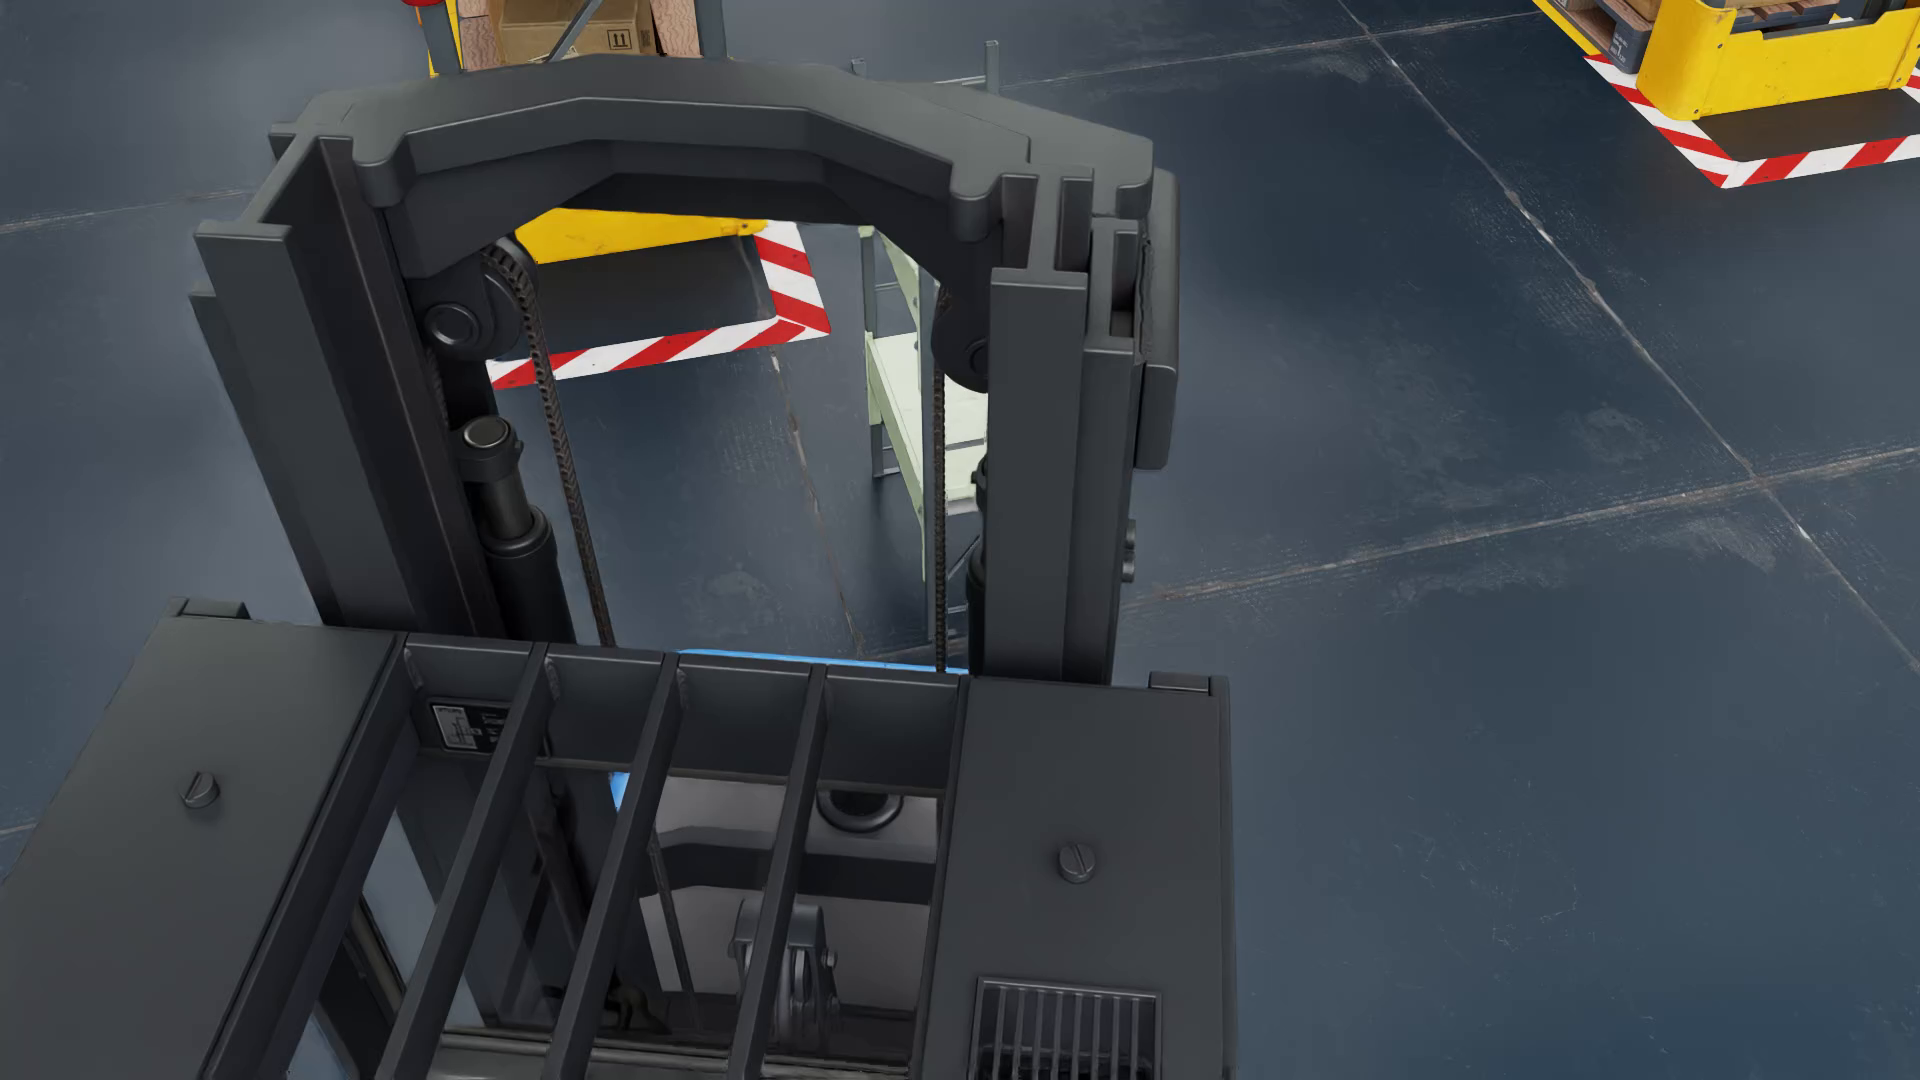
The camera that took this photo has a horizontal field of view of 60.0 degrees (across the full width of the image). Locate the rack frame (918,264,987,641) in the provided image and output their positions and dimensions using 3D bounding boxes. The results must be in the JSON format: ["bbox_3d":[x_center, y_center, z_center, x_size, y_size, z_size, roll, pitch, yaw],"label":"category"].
[{"bbox_3d":[0.095,-0.268,4.462,0.400,1.500,0.023,-11,47,-10],"label":"rack frame"}]

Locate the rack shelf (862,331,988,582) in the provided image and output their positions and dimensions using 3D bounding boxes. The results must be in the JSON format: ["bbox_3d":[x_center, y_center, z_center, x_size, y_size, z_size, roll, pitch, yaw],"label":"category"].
[{"bbox_3d":[0.002,-0.292,4.943,0.431,0.370,0.720,-11,47,-10],"label":"rack shelf"}]

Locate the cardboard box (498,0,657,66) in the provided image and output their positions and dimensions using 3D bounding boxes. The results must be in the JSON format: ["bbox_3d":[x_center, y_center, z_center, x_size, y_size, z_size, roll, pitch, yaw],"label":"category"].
[{"bbox_3d":[-1.467,-1.907,6.475,0.500,0.500,0.500,-3,46,-3],"label":"cardboard box"}]

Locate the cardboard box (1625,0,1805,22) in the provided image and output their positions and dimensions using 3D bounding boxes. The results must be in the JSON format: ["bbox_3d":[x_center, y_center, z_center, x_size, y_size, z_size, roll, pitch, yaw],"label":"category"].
[{"bbox_3d":[3.260,-2.897,7.183,0.875,0.875,0.875,-10,47,-10],"label":"cardboard box"}]

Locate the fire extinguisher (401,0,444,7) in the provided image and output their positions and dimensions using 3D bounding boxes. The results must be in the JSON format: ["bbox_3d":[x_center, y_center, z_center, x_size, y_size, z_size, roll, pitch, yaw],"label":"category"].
[{"bbox_3d":[-1.739,-2.011,5.174,0.296,0.674,0.183,-11,47,-10],"label":"fire extinguisher"}]

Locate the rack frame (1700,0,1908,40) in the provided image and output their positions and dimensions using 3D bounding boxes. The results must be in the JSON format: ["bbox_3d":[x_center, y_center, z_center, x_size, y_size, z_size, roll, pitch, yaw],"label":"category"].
[{"bbox_3d":[3.497,-3.038,6.127,1.000,3.000,0.127,-11,47,-10],"label":"rack frame"}]

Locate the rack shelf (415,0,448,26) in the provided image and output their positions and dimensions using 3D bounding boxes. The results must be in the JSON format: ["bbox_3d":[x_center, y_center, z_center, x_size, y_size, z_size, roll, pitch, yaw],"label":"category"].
[{"bbox_3d":[-1.835,-3.330,6.917,1.077,0.370,4.000,-11,47,-10],"label":"rack shelf"}]

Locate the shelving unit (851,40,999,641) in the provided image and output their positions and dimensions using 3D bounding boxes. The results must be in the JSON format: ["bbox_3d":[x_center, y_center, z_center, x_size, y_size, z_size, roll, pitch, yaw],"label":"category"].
[{"bbox_3d":[0.002,-0.520,4.710,0.431,1.500,0.755,-11,47,-10],"label":"shelving unit"}]

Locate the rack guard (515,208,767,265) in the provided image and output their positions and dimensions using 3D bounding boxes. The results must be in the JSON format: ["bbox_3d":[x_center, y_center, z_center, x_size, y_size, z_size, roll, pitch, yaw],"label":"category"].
[{"bbox_3d":[-1.343,-1.379,6.251,1.175,0.500,0.348,-11,47,-10],"label":"rack guard"}]

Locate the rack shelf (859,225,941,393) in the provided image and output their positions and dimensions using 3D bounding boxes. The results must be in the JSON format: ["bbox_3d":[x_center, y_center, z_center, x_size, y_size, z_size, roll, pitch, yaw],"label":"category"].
[{"bbox_3d":[0.002,-0.793,4.431,0.431,0.370,0.720,-11,47,-10],"label":"rack shelf"}]

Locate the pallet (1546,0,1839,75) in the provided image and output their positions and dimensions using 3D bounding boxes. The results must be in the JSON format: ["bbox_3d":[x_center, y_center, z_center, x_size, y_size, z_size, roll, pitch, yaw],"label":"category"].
[{"bbox_3d":[3.217,-2.600,7.650,1.003,0.211,1.213,-11,47,-10],"label":"pallet"}]

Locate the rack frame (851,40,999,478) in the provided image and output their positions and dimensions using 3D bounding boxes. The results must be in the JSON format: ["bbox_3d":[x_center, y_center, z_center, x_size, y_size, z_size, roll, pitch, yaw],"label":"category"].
[{"bbox_3d":[-0.092,-0.773,4.957,0.400,1.500,0.023,-11,47,-10],"label":"rack frame"}]

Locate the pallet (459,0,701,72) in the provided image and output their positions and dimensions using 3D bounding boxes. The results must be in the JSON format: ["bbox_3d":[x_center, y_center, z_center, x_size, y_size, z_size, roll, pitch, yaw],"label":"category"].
[{"bbox_3d":[-1.516,-1.845,6.910,1.003,0.211,1.213,-11,47,-10],"label":"pallet"}]

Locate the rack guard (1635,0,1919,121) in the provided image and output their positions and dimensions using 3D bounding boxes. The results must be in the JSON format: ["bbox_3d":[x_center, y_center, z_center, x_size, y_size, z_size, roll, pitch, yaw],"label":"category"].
[{"bbox_3d":[3.504,-2.147,7.004,1.175,0.500,0.348,-11,47,-10],"label":"rack guard"}]

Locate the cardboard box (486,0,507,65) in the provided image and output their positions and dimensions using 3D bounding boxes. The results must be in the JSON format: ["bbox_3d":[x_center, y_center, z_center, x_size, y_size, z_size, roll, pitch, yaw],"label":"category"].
[{"bbox_3d":[-1.653,-2.314,6.873,0.500,0.500,0.500,0,46,0],"label":"cardboard box"}]

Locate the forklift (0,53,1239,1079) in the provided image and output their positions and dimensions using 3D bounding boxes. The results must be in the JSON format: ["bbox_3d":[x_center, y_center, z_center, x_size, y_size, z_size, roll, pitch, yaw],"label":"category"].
[{"bbox_3d":[-0.303,1.032,2.187,1.130,2.935,3.031,4,46,4],"label":"forklift"}]

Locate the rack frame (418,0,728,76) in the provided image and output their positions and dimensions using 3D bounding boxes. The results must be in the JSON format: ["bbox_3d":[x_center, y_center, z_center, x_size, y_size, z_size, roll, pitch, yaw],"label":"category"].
[{"bbox_3d":[-1.323,-2.201,5.307,1.000,3.000,0.127,-11,47,-10],"label":"rack frame"}]

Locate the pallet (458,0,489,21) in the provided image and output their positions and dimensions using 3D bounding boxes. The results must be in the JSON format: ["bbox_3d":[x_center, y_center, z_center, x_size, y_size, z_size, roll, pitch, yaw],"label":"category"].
[{"bbox_3d":[-1.825,-2.685,7.734,1.003,0.211,1.213,-11,47,-10],"label":"pallet"}]
